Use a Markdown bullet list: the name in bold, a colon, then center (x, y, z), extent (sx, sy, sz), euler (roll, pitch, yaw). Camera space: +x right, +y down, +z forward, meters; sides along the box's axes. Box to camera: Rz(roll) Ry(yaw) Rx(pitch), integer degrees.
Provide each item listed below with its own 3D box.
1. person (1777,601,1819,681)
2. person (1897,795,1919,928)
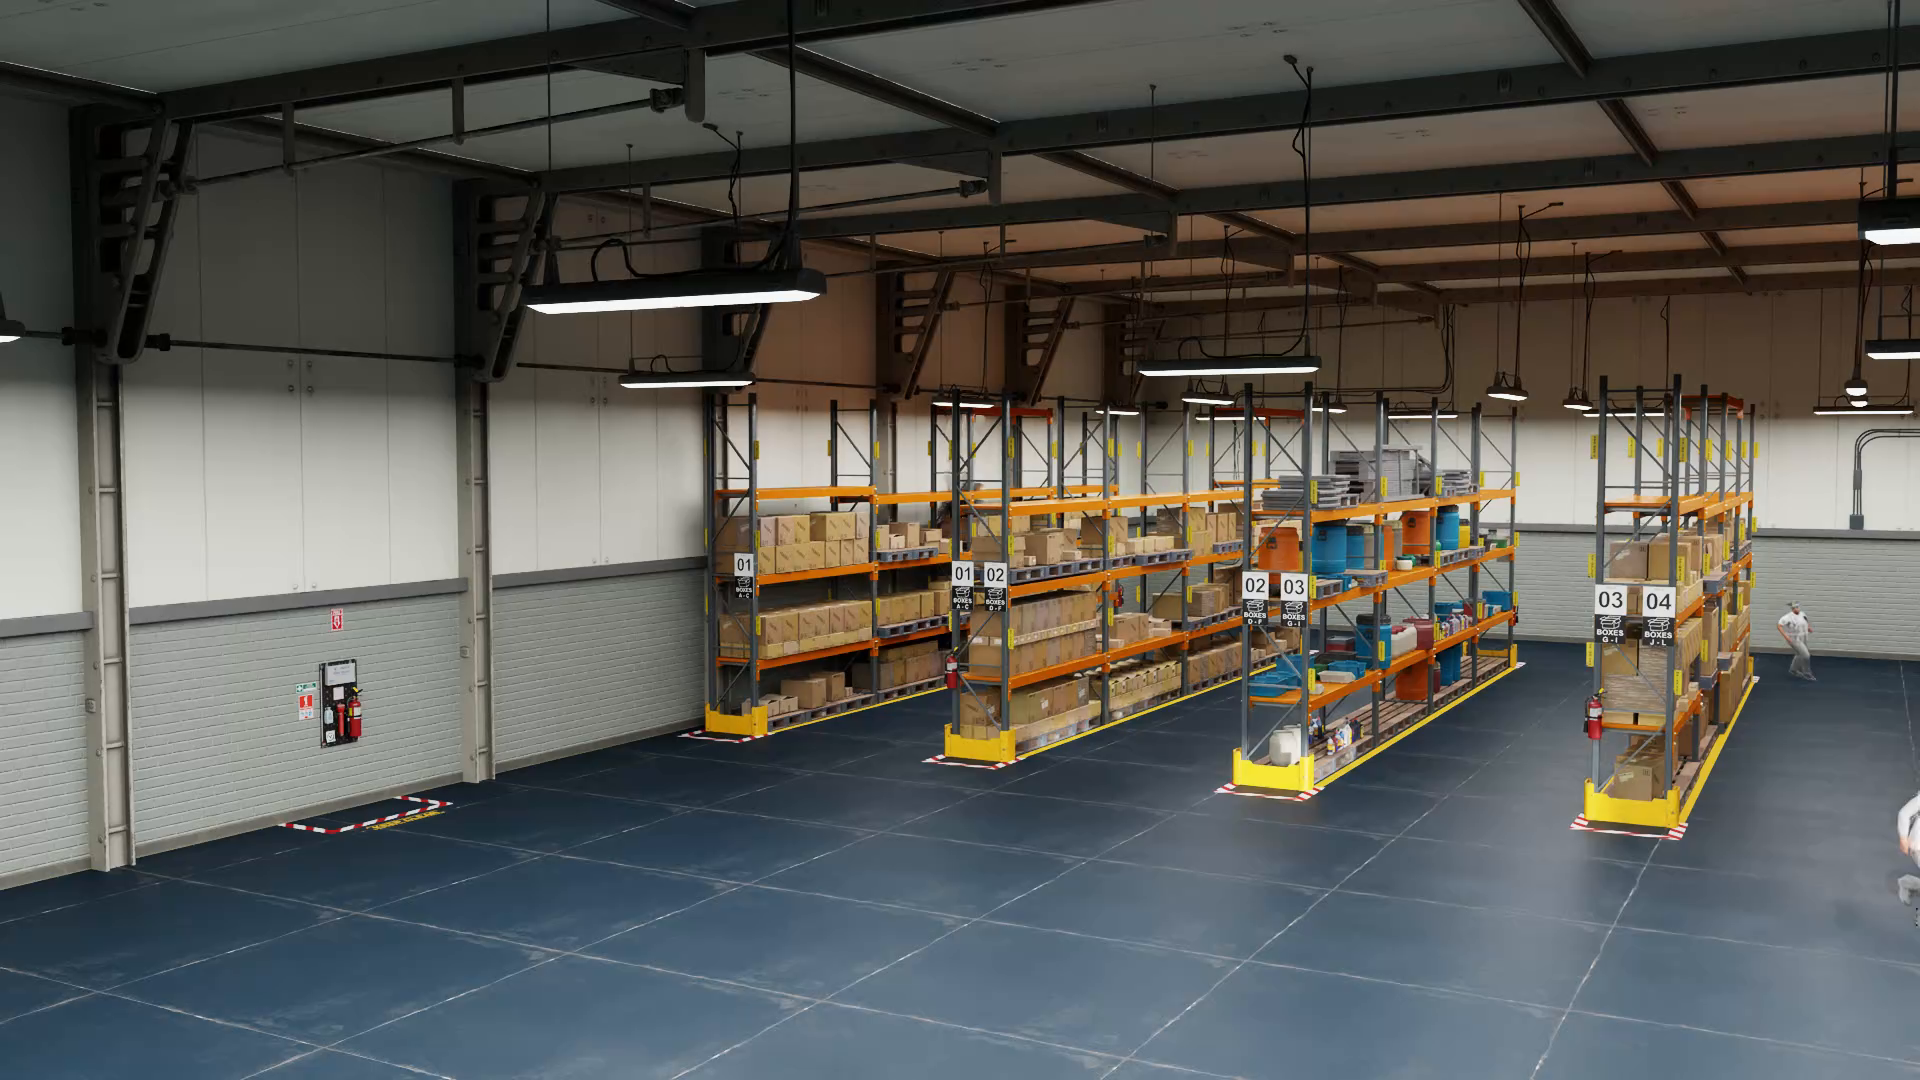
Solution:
- **person**: center (18.274, 2.201, 36.282), extent (0.760, 1.773, 0.760), euler (-1, 3, -24)
- **person**: center (10.132, 3.221, 17.324), extent (0.694, 1.730, 0.680), euler (-1, 3, -19)
